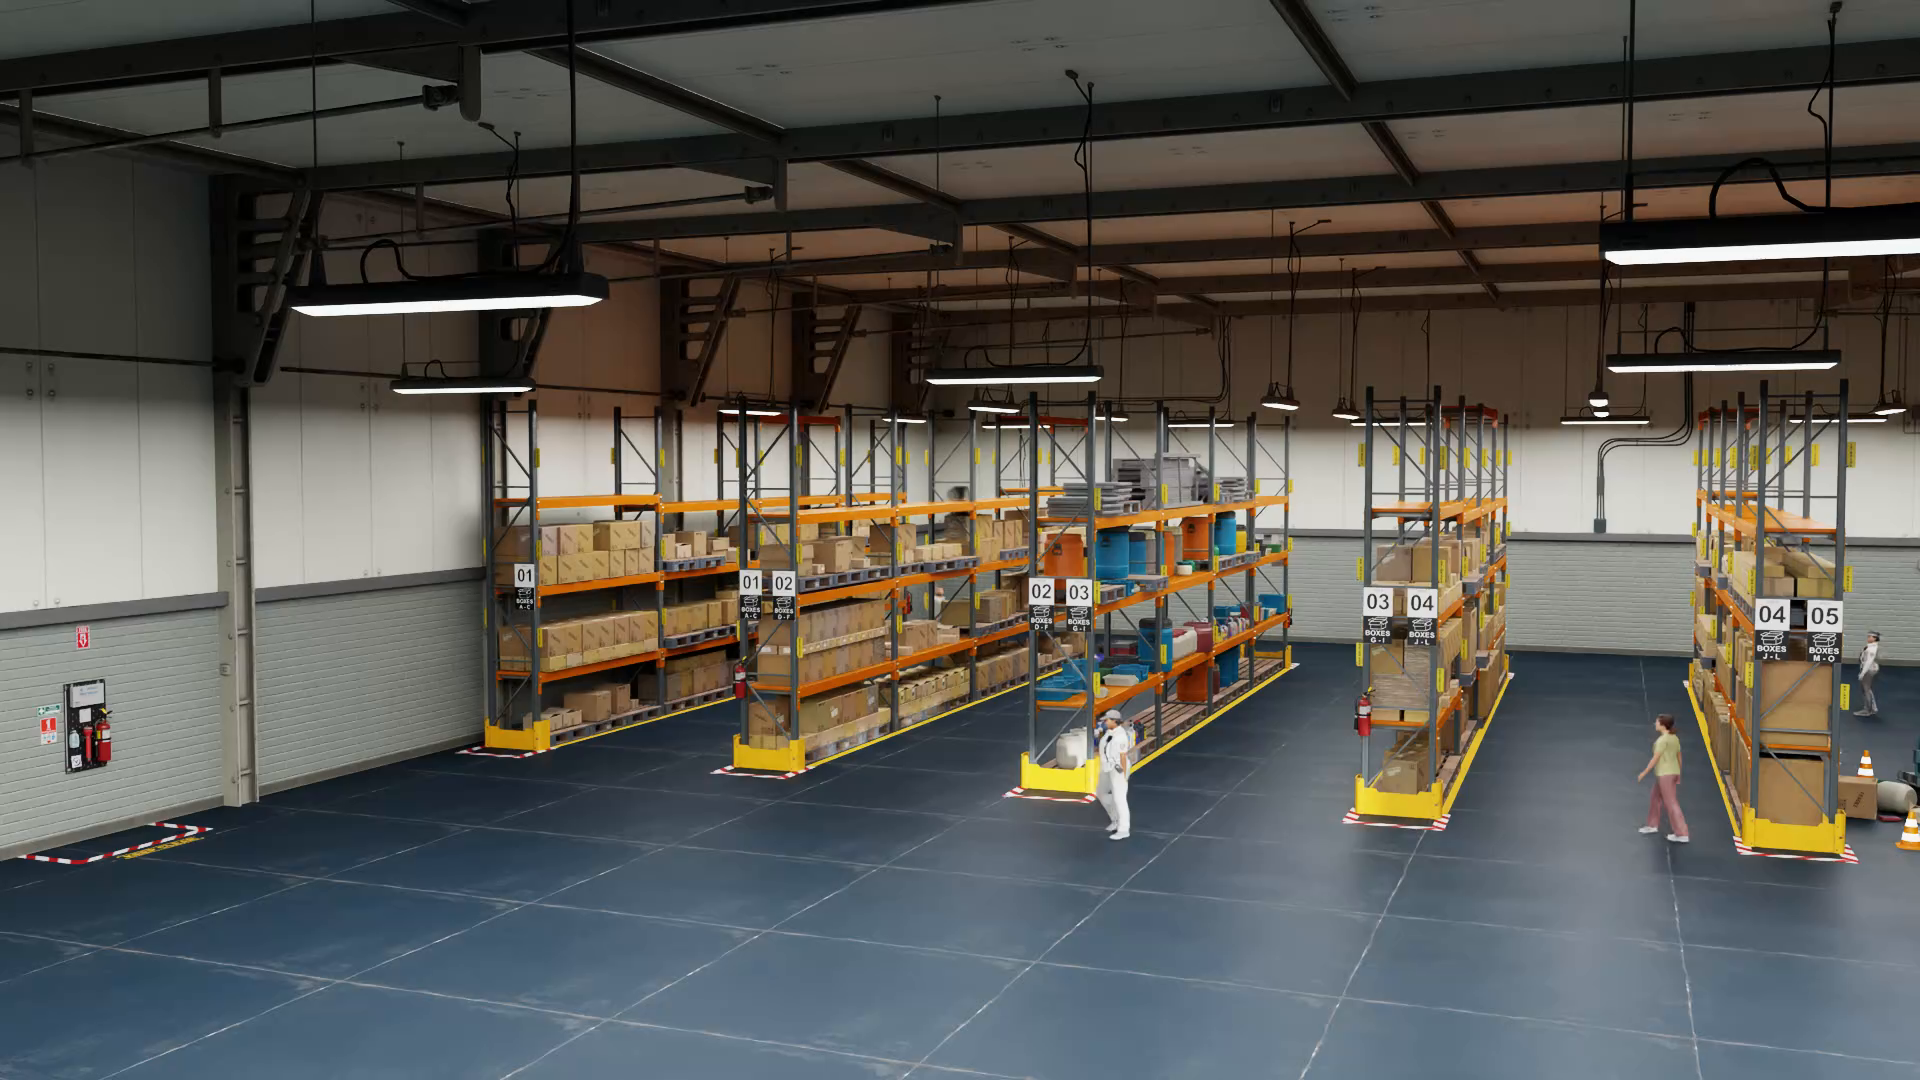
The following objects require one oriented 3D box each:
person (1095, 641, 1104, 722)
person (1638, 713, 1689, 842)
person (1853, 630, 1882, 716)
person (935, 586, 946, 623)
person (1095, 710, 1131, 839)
[{"bbox_3d":[2.521,2.690,30.645,0.460,1.681,0.563,1,3,16],"label":"person"},{"bbox_3d":[9.207,3.096,21.787,0.544,1.654,0.804,-2,3,-36],"label":"person"},{"bbox_3d":[17.558,2.579,32.178,0.521,1.699,0.437,-2,4,-40],"label":"person"},{"bbox_3d":[-0.496,2.029,44.032,1.036,1.618,0.552,3,4,44],"label":"person"},{"bbox_3d":[2.040,3.077,21.995,0.427,1.683,0.595,-1,3,-17],"label":"person"}]
